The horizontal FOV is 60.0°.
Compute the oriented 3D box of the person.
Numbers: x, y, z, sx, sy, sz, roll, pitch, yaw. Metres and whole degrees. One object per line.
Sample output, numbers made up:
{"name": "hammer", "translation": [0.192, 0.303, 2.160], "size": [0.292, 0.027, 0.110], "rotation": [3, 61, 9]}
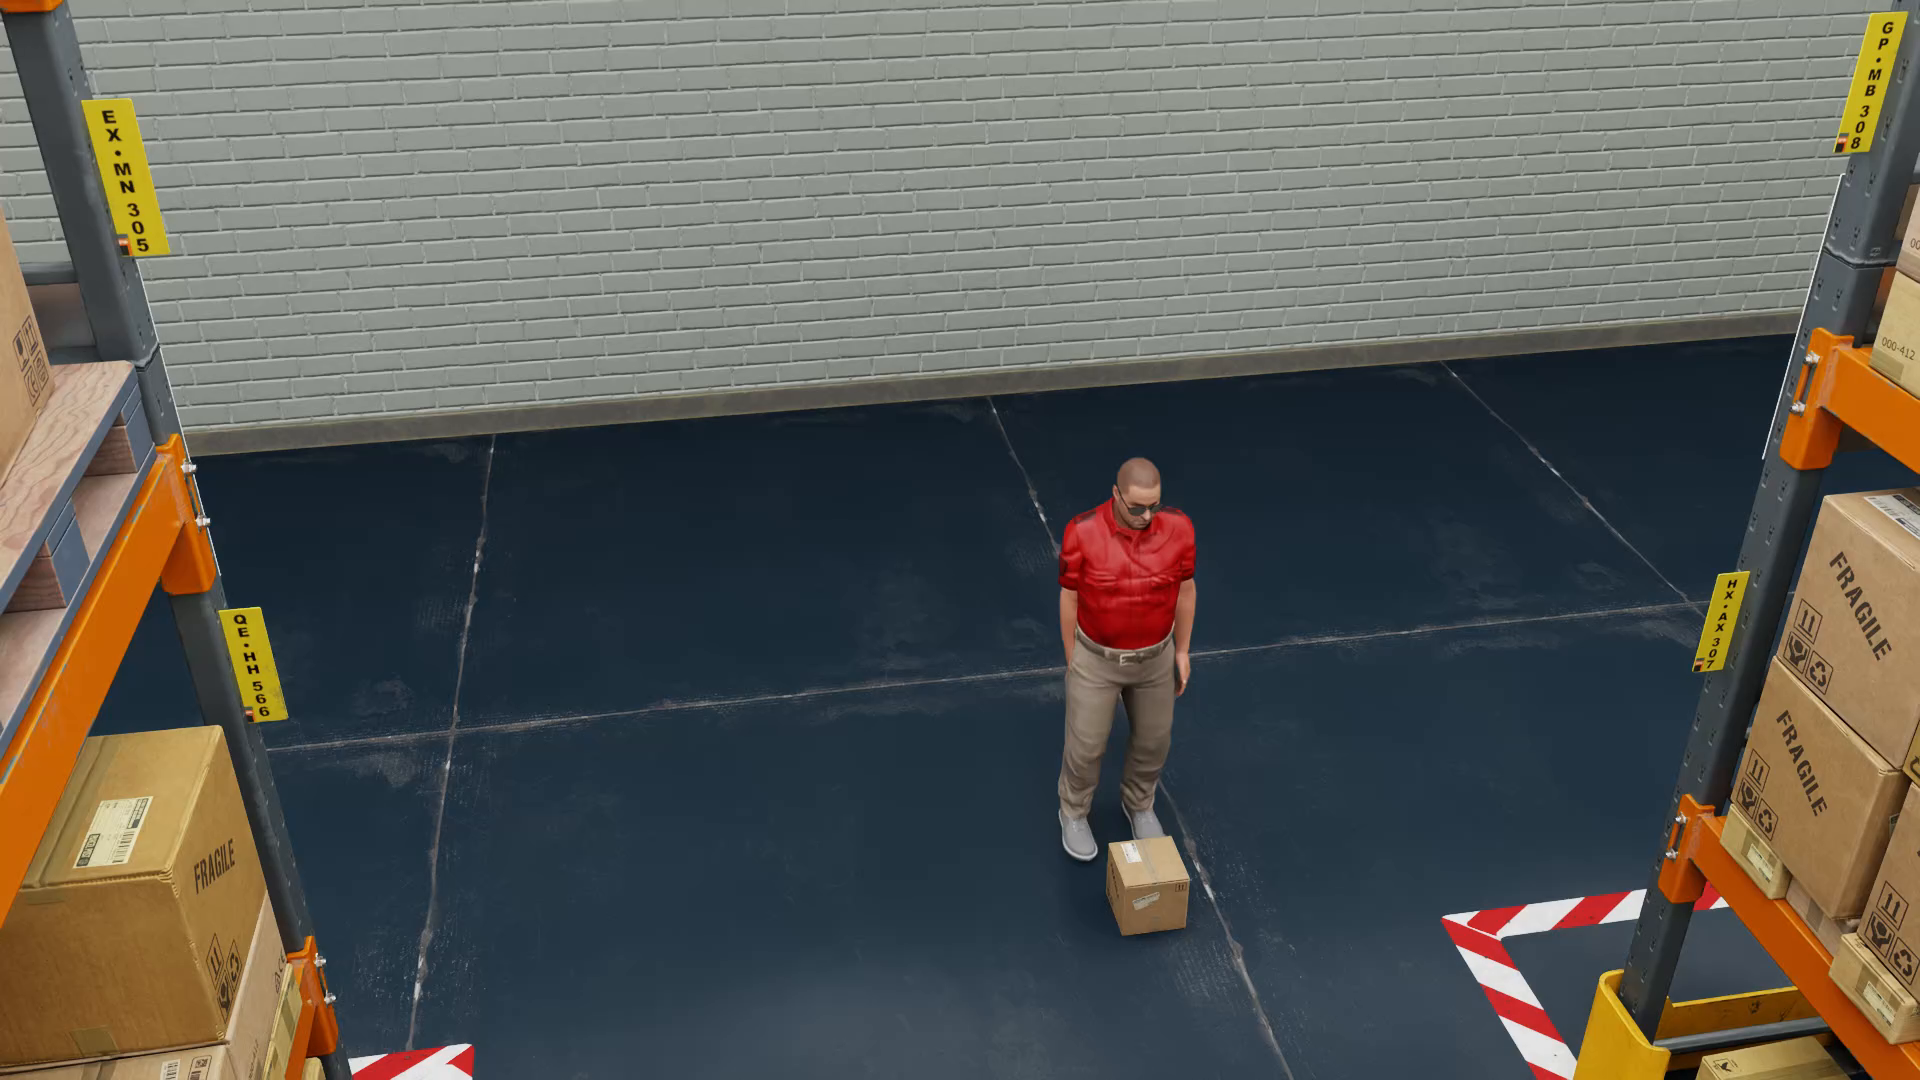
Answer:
{"name": "person", "translation": [0.641, 0.457, 6.391], "size": [0.531, 1.723, 0.354], "rotation": [-5, 31, -8]}
